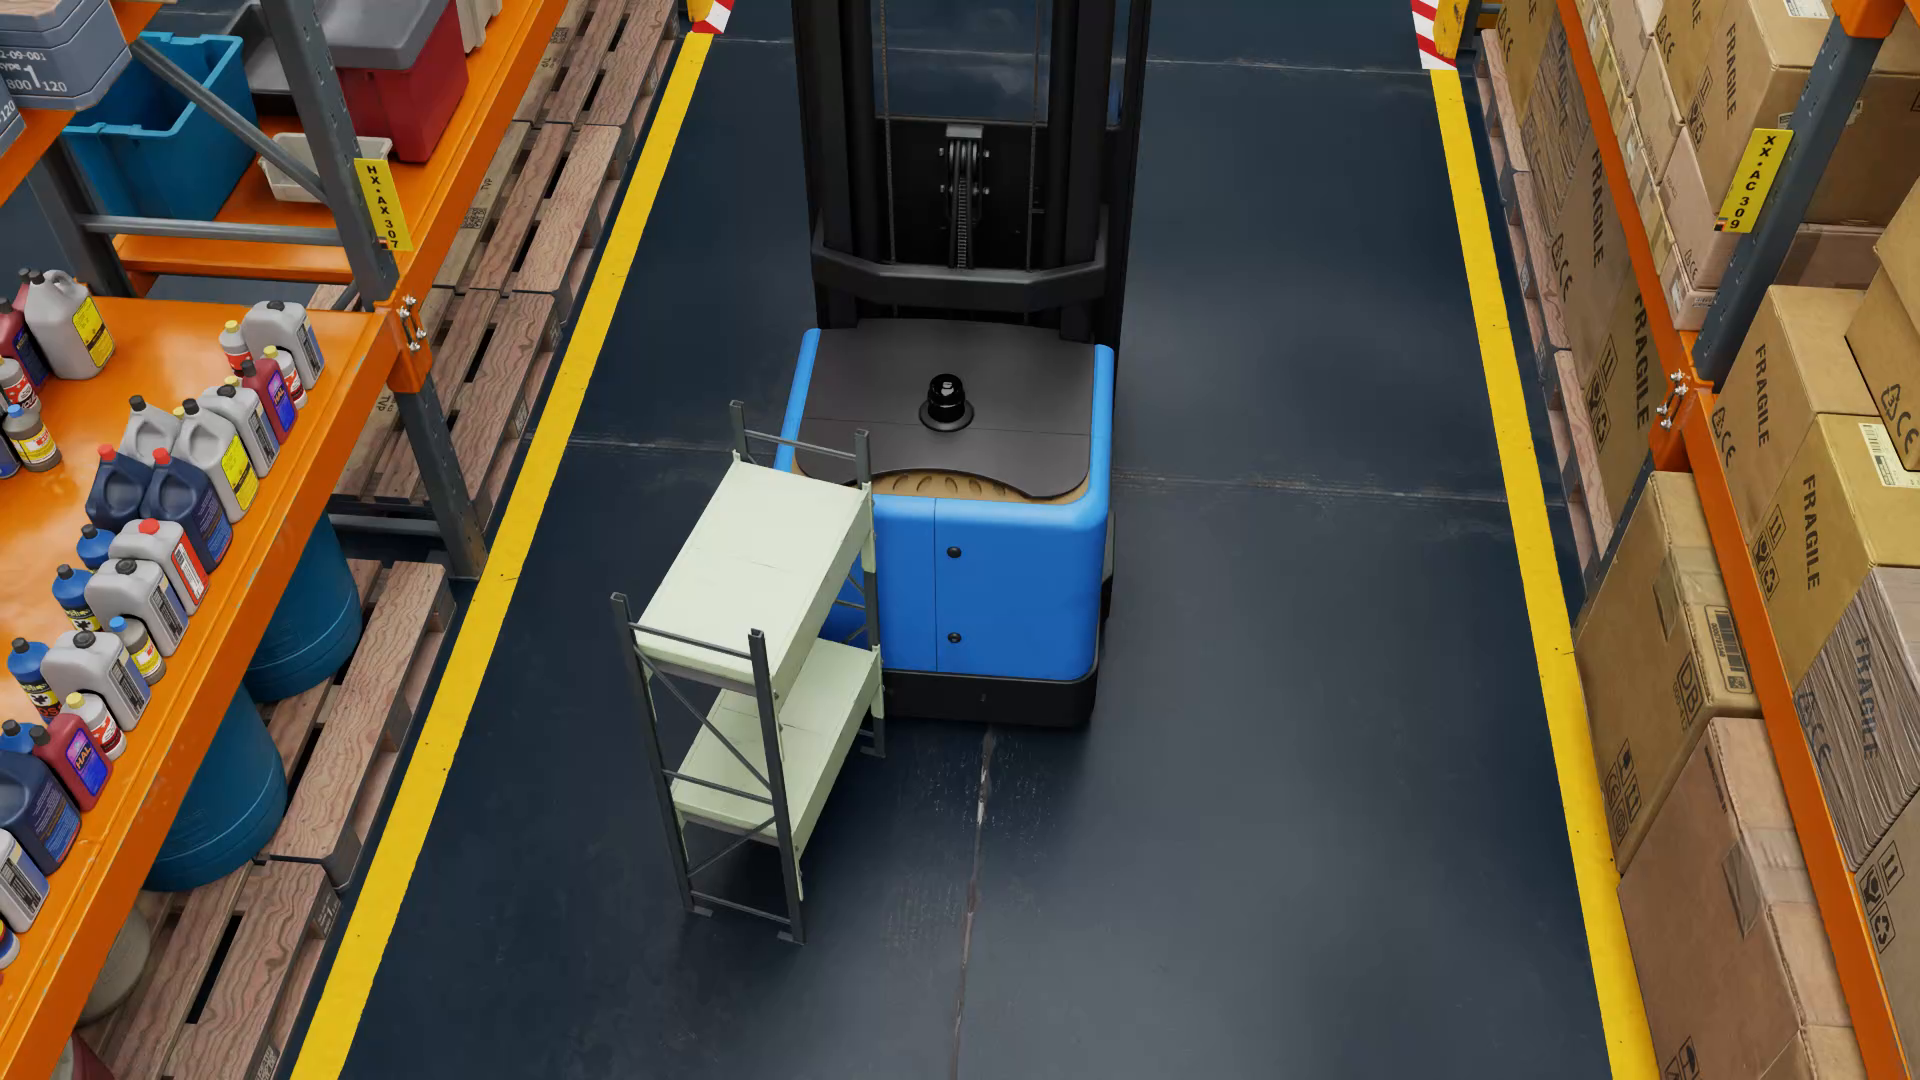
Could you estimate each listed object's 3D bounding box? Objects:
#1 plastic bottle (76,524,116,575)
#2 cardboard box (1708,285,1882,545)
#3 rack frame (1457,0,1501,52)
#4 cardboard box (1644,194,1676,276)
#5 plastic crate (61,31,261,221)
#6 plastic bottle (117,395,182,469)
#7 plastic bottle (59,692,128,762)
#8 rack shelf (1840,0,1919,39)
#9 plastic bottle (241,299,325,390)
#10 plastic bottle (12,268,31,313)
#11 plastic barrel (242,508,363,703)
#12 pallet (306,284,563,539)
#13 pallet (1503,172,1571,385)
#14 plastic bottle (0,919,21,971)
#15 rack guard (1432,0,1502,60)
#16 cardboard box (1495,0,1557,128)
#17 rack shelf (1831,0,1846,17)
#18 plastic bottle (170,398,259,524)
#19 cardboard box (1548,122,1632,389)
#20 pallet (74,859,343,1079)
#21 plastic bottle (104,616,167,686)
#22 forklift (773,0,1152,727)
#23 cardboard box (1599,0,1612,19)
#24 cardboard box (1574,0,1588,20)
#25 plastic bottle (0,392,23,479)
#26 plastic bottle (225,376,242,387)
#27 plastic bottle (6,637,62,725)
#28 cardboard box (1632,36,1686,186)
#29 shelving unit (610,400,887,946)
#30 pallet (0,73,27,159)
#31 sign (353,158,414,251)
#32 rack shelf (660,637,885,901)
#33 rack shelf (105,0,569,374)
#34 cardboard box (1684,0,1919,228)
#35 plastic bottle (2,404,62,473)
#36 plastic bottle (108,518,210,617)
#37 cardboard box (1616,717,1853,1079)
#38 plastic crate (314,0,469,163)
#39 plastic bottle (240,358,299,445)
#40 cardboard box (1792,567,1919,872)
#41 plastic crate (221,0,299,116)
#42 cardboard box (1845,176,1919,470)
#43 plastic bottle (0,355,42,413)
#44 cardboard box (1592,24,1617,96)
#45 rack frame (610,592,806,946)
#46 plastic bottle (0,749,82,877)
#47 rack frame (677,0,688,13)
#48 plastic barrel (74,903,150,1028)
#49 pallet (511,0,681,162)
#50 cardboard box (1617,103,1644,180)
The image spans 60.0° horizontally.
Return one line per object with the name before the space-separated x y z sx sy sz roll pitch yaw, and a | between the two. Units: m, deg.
plastic bottle | -2.176 0.062 4.248 0.097 0.271 0.097 0 48 0
cardboard box | 2.384 -0.317 4.439 0.500 0.500 0.500 4 48 4
rack frame | 3.040 -3.543 7.458 1.000 3.000 0.127 4 48 4
cardboard box | 2.400 -0.955 5.261 0.380 0.149 0.250 5 48 4
plastic crate | -2.554 -1.318 5.393 0.392 0.384 0.575 4 48 4
plastic bottle | -2.159 -0.233 4.463 0.144 0.351 0.185 4 48 4
plastic bottle | -2.067 0.437 3.952 0.097 0.201 0.097 0 48 0
rack shelf | 2.493 0.096 2.584 1.077 0.370 4.000 4 48 4
plastic bottle | -1.971 -0.584 4.835 0.152 0.276 0.135 4 48 4
plastic bottle | -2.715 -0.657 4.897 0.061 0.283 0.133 4 48 4
plastic barrel | -2.324 0.028 5.329 0.600 0.901 0.708 4 48 4
pallet | -2.229 -0.539 6.600 1.003 0.211 1.213 4 48 4
pallet | 2.931 -1.115 7.127 1.003 0.211 1.213 4 48 4
plastic bottle | -2.117 0.817 3.557 0.097 0.271 0.097 0 48 0
rack guard | 3.042 -2.717 8.397 1.175 0.500 0.348 4 48 4
cardboard box | 3.061 -2.492 7.652 0.875 0.875 0.875 4 48 4
rack shelf | 2.857 -2.843 5.272 1.077 0.370 4.000 4 48 4
plastic bottle | -2.015 -0.223 4.455 0.144 0.351 0.185 4 48 4
cardboard box | 2.897 -1.170 6.442 0.875 0.875 0.875 4 48 4
pallet | -2.478 1.467 4.765 1.003 0.211 1.213 4 48 4
plastic bottle | -2.046 0.266 4.108 0.097 0.201 0.097 0 48 0
forklift | 0.055 -1.452 5.592 1.130 2.935 3.031 4 48 3
cardboard box | 2.595 -2.123 6.059 0.500 0.250 0.500 3 48 3
cardboard box | 2.540 -2.090 6.299 0.380 0.149 0.250 3 48 3
plastic bottle | -2.712 -0.312 4.587 0.152 0.276 0.135 4 48 4
plastic bottle | -2.027 -0.378 4.697 0.097 0.201 0.097 0 48 0
plastic bottle | -2.210 0.331 4.001 0.097 0.271 0.097 0 48 0
cardboard box | 2.499 -1.376 5.376 0.500 0.250 0.500 5 48 5
shelving unit | -0.553 0.431 4.839 0.431 1.500 0.755 14 49 12
pallet | -2.332 -0.470 2.742 1.003 0.211 1.213 4 48 4
sign | -1.710 -0.992 4.937 0.100 0.325 0.005 4 48 4
rack shelf | -0.553 0.651 5.080 0.431 0.370 0.720 14 49 12
rack shelf | -2.075 -2.164 6.684 1.077 0.370 4.000 4 48 4
cardboard box | 2.451 -1.263 4.764 0.500 0.500 0.500 5 48 5
plastic bottle | -2.586 -0.292 4.619 0.097 0.201 0.097 0 48 0
plastic bottle | -2.050 0.055 4.251 0.152 0.276 0.135 4 48 4
cardboard box | 2.556 1.100 4.367 1.225 0.875 0.875 2 48 2
plastic crate | -1.926 -1.618 5.613 0.402 0.464 0.583 4 48 4
plastic bottle | -1.947 -0.413 4.674 0.061 0.283 0.133 4 48 4
cardboard box | 2.293 0.421 3.765 0.500 0.500 0.500 3 48 3
plastic crate | -2.423 -1.705 5.922 0.437 0.125 0.590 4 48 4
cardboard box | 2.625 -0.506 3.933 0.797 0.503 0.637 3 48 3
plastic bottle | -2.720 -0.445 4.759 0.097 0.201 0.097 0 48 0
cardboard box | 2.493 -1.710 5.951 0.380 0.149 0.250 3 48 3
rack frame | -0.667 0.688 4.605 0.400 1.500 0.023 14 49 12
plastic bottle | -2.115 0.586 3.714 0.144 0.351 0.185 4 48 4
rack frame | -1.893 -3.876 7.763 1.000 3.000 0.127 4 48 4
plastic barrel | -2.529 1.089 4.623 0.421 0.512 0.421 0 48 0
pallet | -2.006 -2.332 8.240 1.003 0.211 1.213 4 48 4
cardboard box | 2.447 -1.332 5.606 0.380 0.149 0.250 5 48 4
